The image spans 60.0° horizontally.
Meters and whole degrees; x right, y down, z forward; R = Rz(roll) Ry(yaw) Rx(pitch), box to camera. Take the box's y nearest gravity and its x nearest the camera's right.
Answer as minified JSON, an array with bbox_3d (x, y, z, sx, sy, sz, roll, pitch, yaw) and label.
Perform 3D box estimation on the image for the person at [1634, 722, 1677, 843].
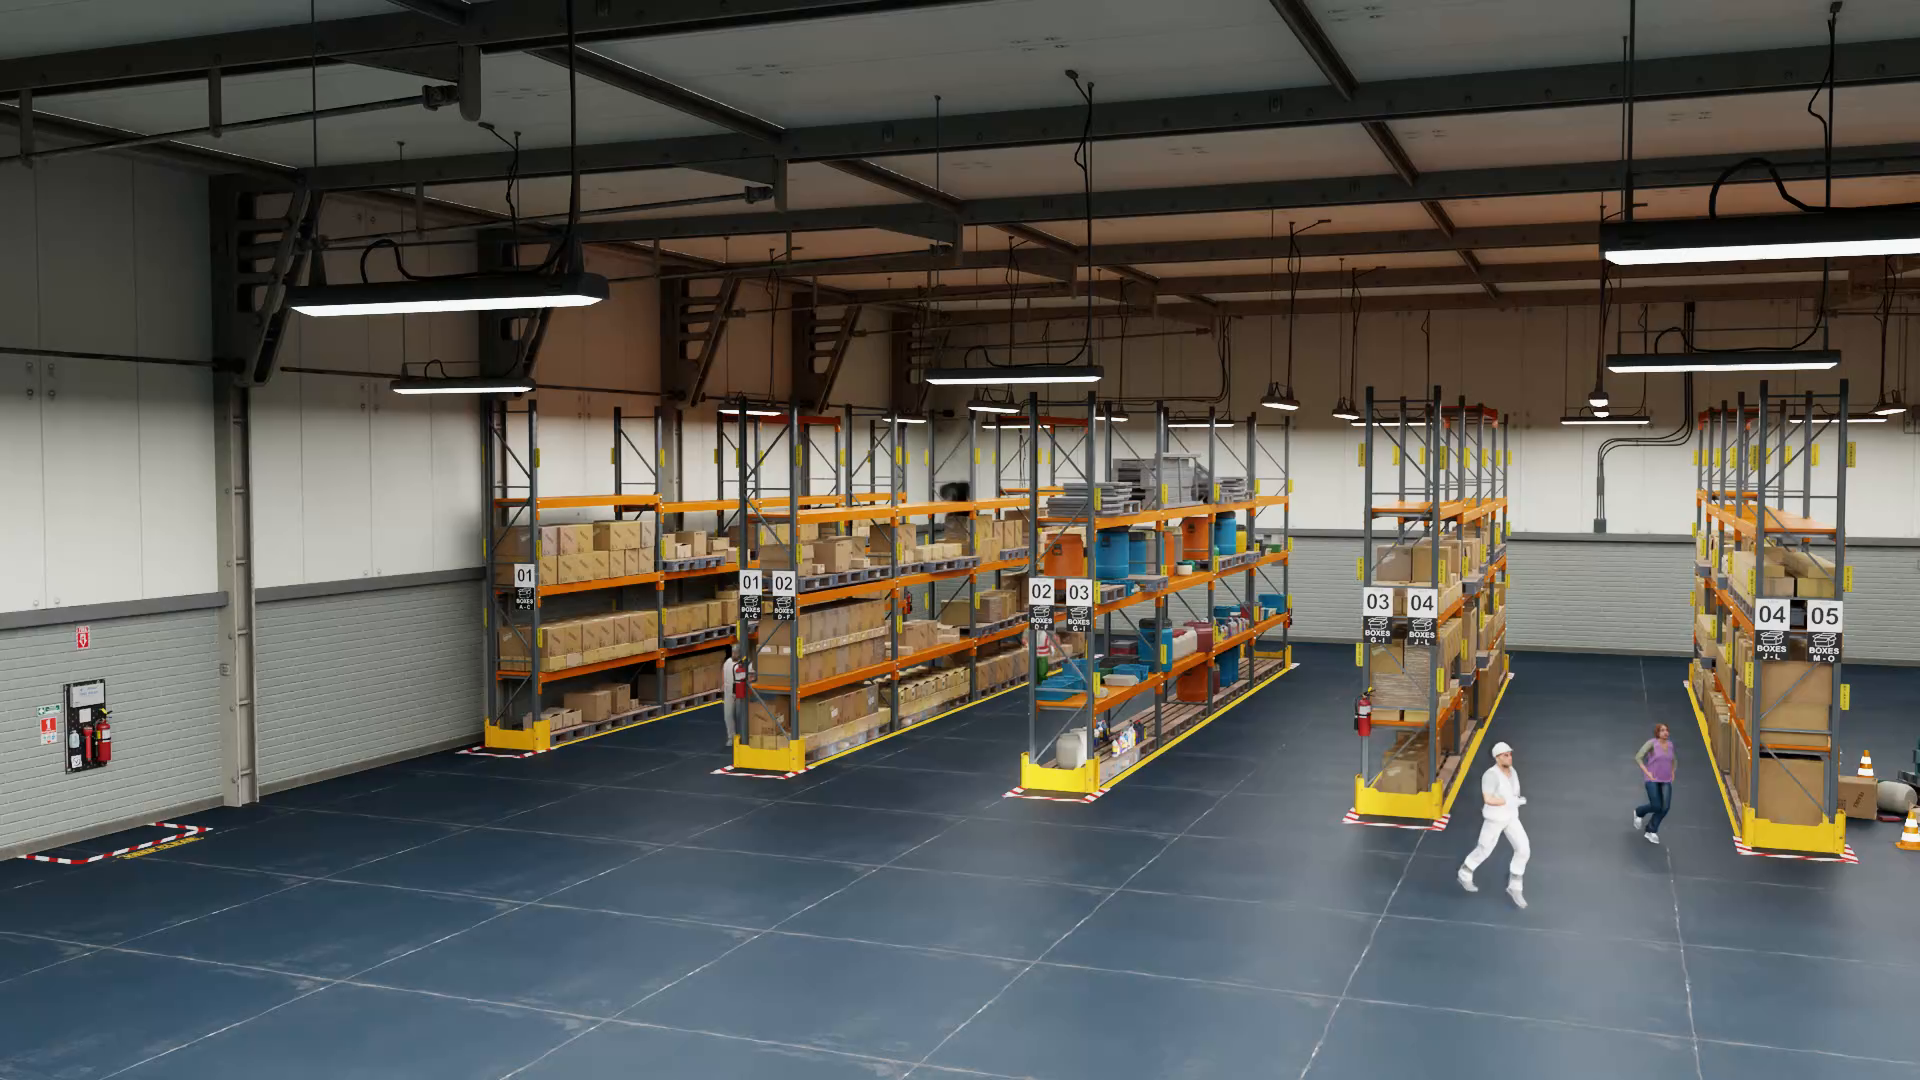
[{"bbox_3d":[9.138,3.161,21.816,0.569,1.559,0.511,0,3,-9],"label":"person"}]

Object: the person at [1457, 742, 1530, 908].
[{"bbox_3d":[6.079,3.183,18.768,0.676,1.833,0.920,-2,3,-29],"label":"person"}]

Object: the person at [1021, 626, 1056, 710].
[{"bbox_3d":[1.492,2.282,31.873,0.637,1.877,0.745,1,3,10],"label":"person"}]

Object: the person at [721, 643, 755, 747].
[{"bbox_3d":[-3.916,2.697,29.169,0.663,1.779,0.871,1,3,12],"label":"person"}]
